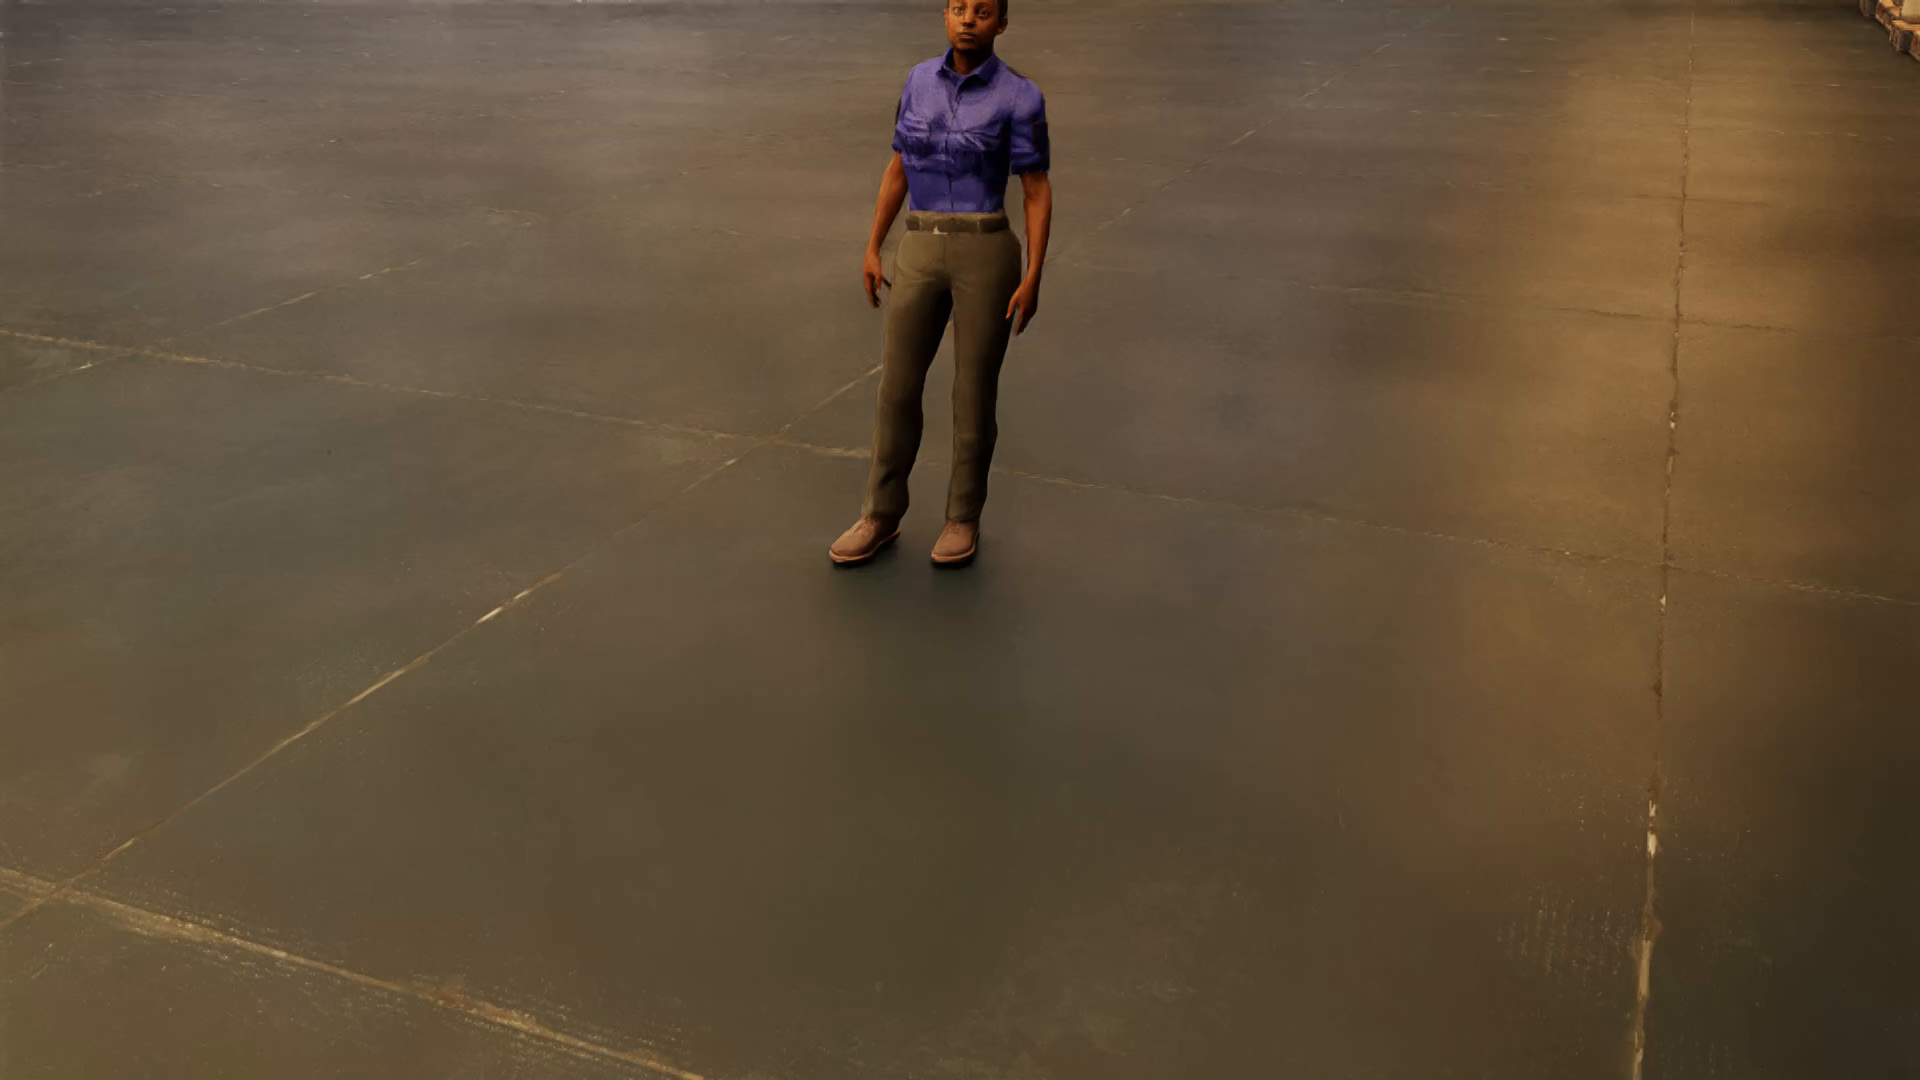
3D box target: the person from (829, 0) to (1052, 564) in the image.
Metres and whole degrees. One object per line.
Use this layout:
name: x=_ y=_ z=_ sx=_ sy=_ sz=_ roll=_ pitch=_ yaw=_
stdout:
person: x=-0.051 y=-0.742 z=4.703 sx=0.570 sy=1.654 sz=0.503 roll=9 pitch=24 yaw=21
